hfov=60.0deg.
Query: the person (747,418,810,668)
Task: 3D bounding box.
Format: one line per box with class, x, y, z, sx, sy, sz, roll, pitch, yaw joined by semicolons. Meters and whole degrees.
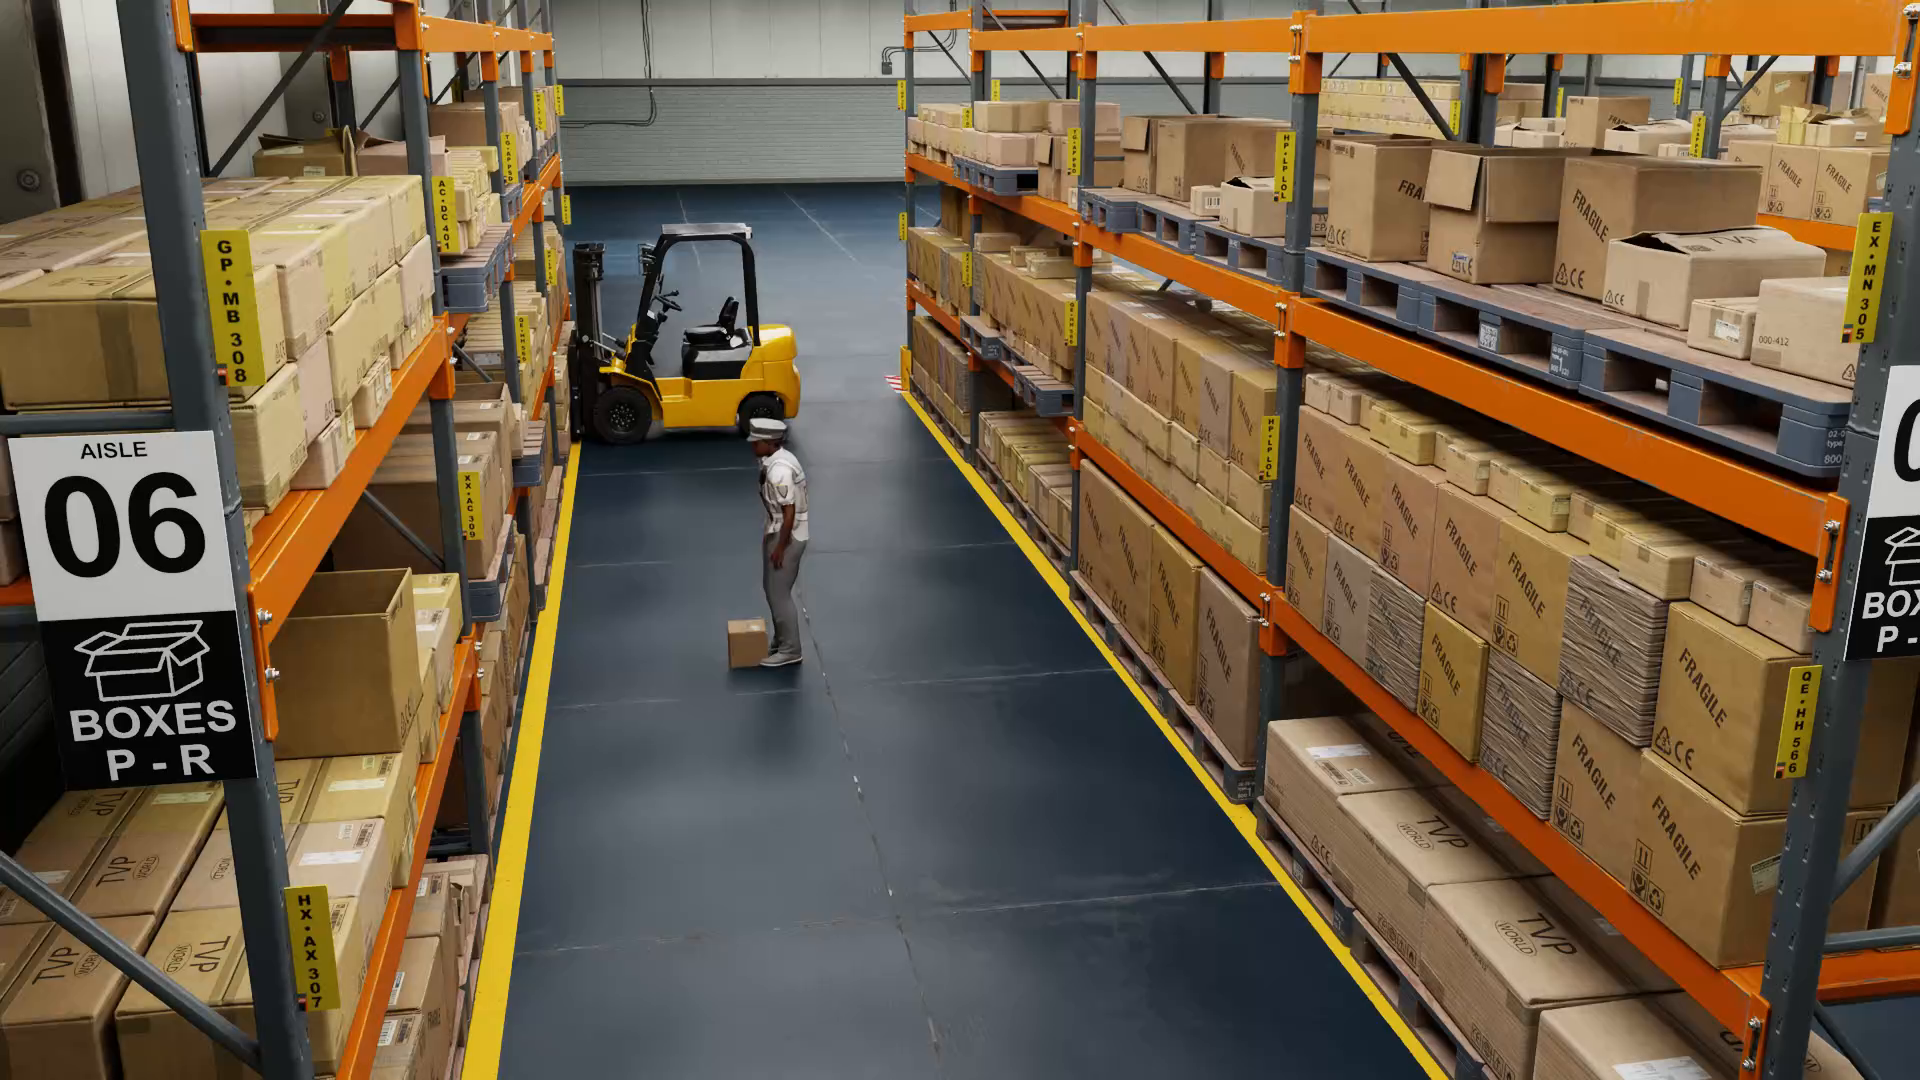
person;-1.199;0.001;11.034;0.388;1.659;0.506;-4;17;-12
